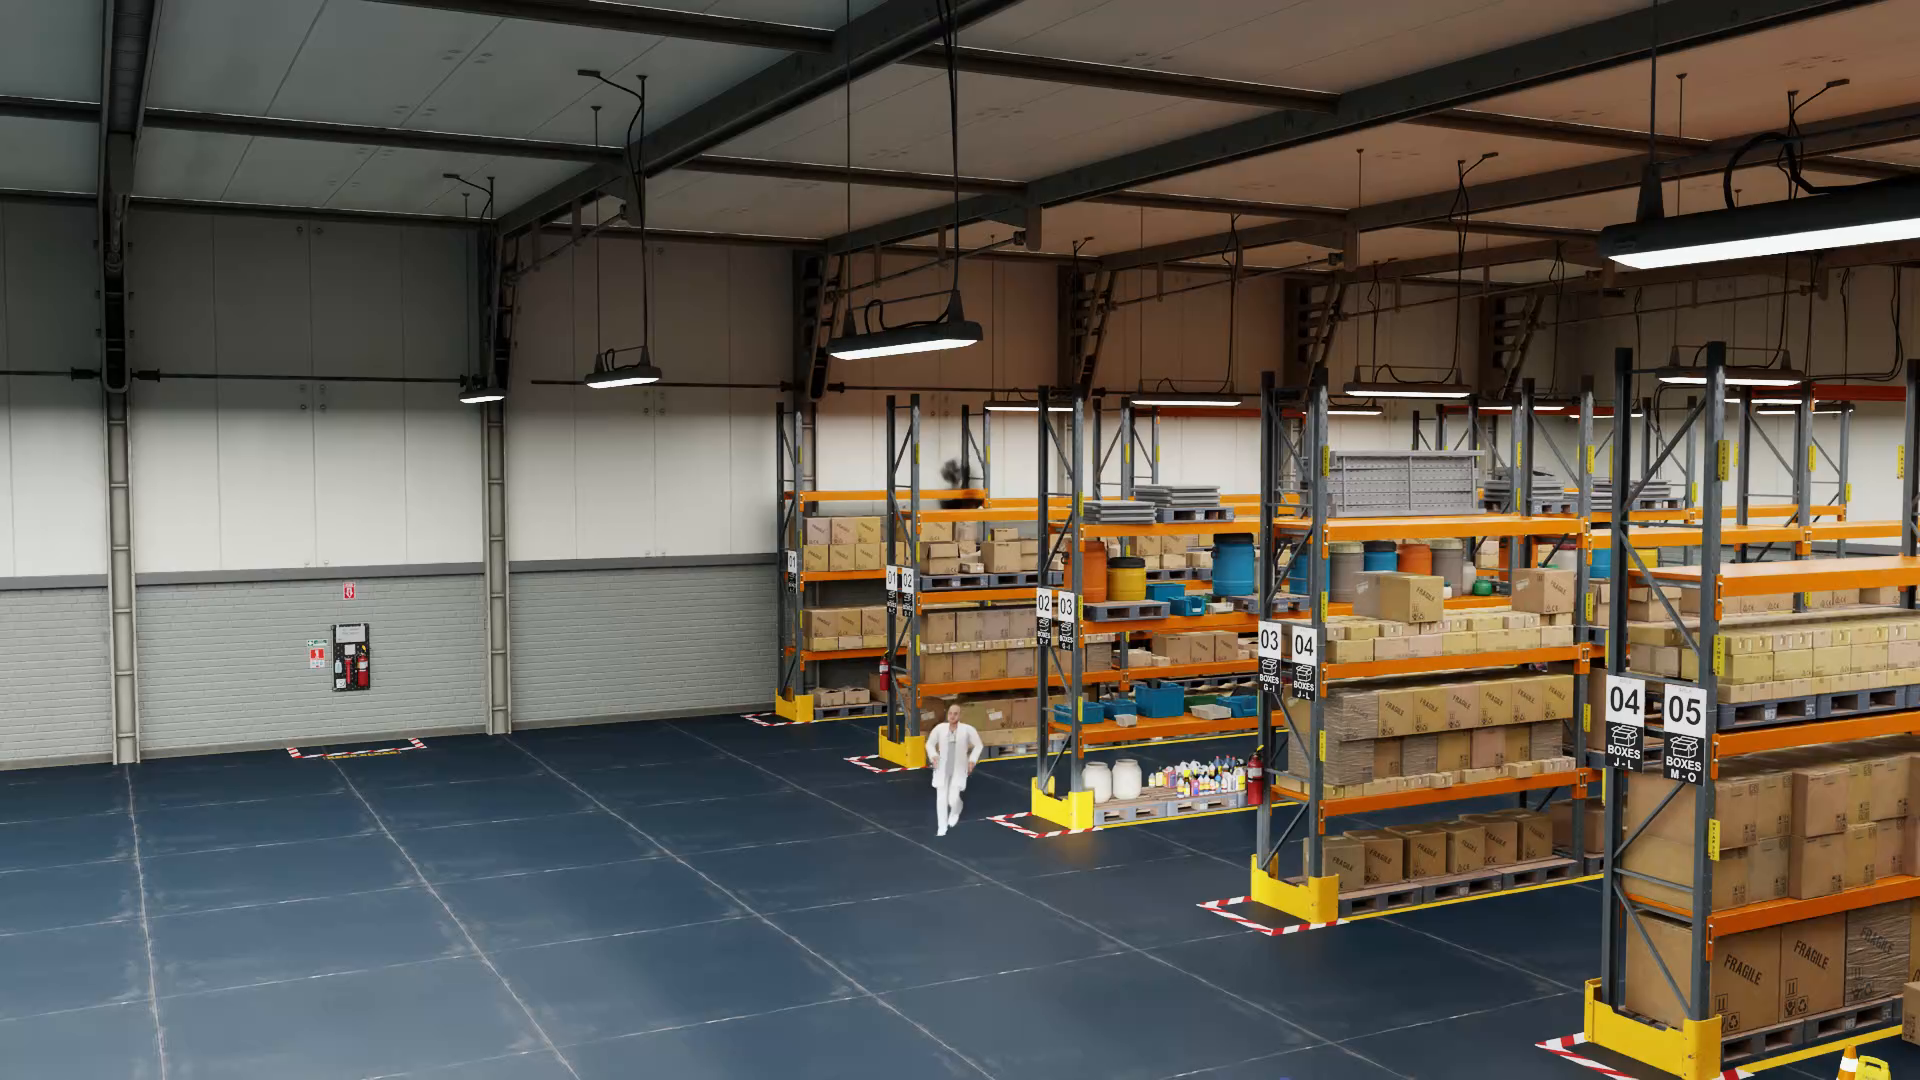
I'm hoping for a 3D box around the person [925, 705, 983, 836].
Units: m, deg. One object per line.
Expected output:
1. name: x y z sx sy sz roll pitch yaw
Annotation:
1. person: -0.096 3.057 22.091 0.759 1.728 0.665 0 3 8
